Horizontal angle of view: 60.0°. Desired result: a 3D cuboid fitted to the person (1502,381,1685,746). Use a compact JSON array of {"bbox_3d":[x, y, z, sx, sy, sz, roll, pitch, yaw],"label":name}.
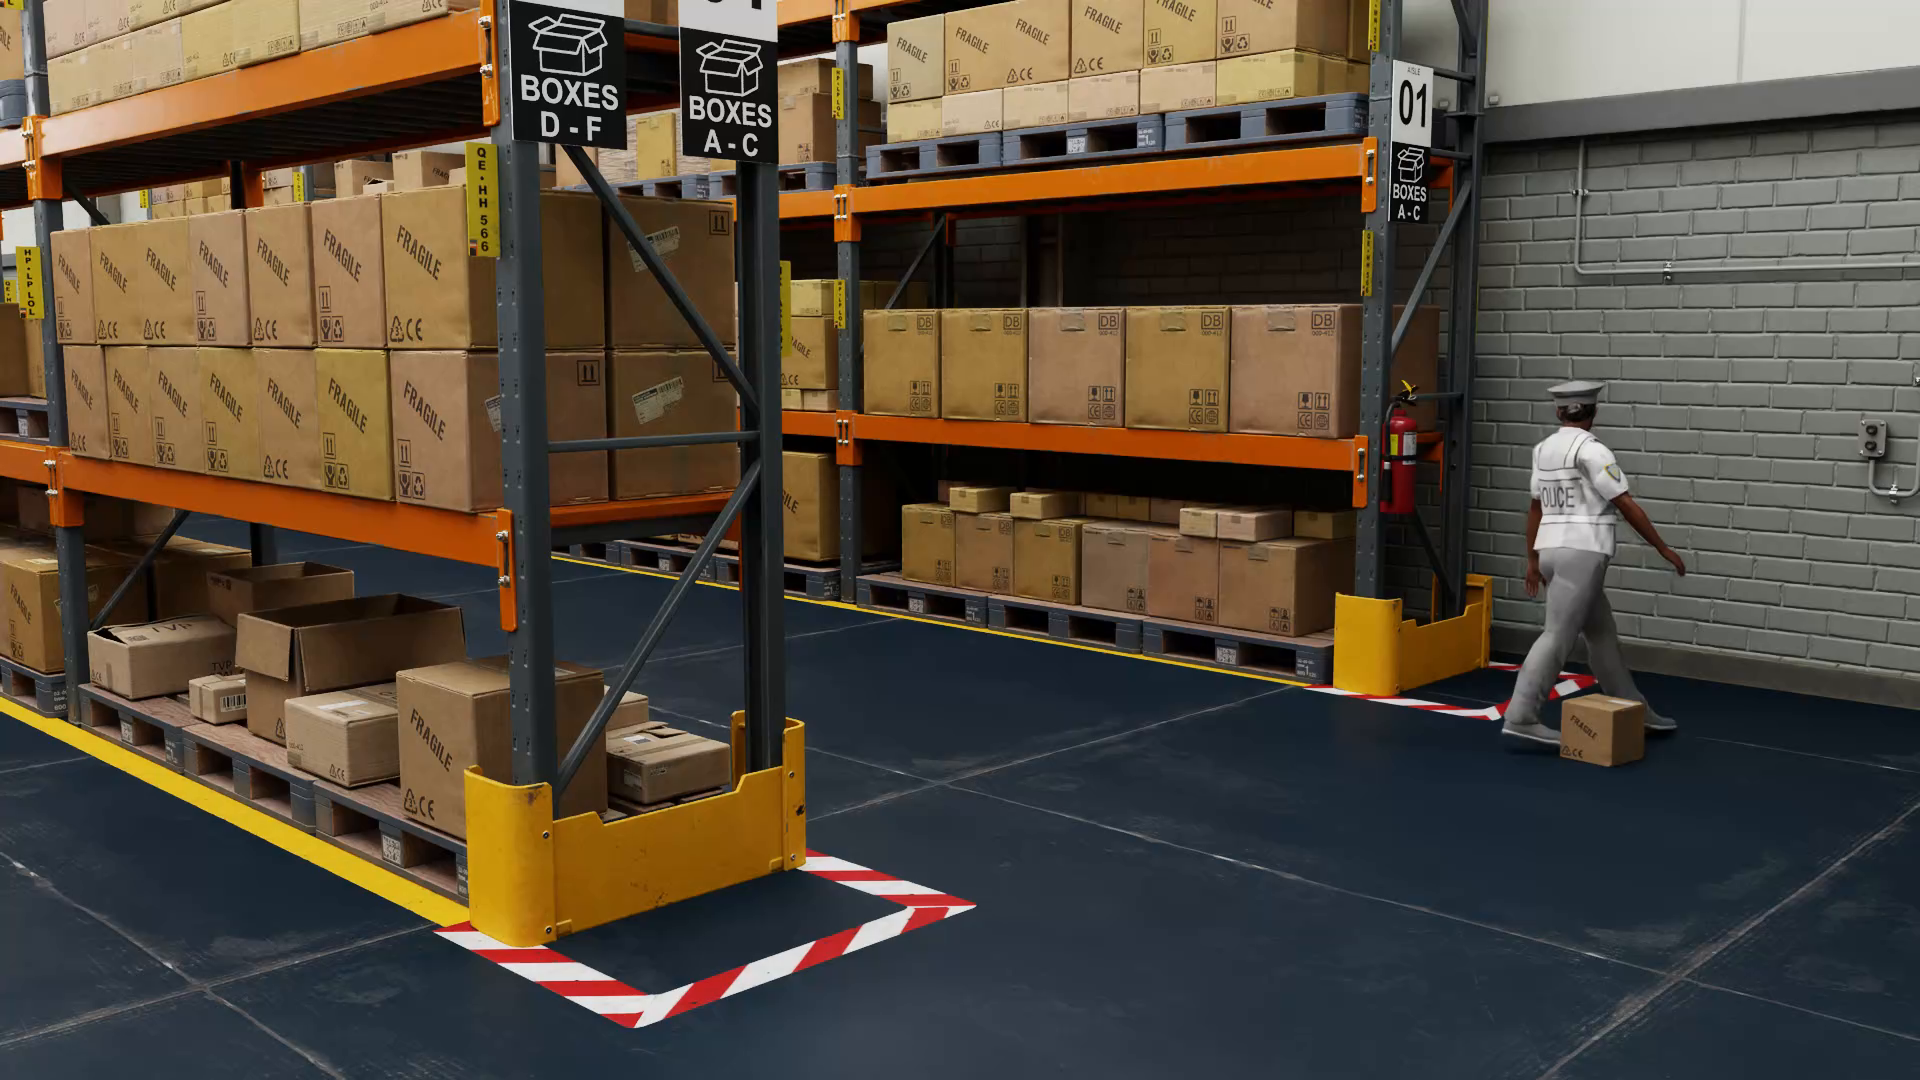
[{"bbox_3d":[2.865,0.097,7.493,0.957,1.618,0.570,-1,7,-12],"label":"person"}]
